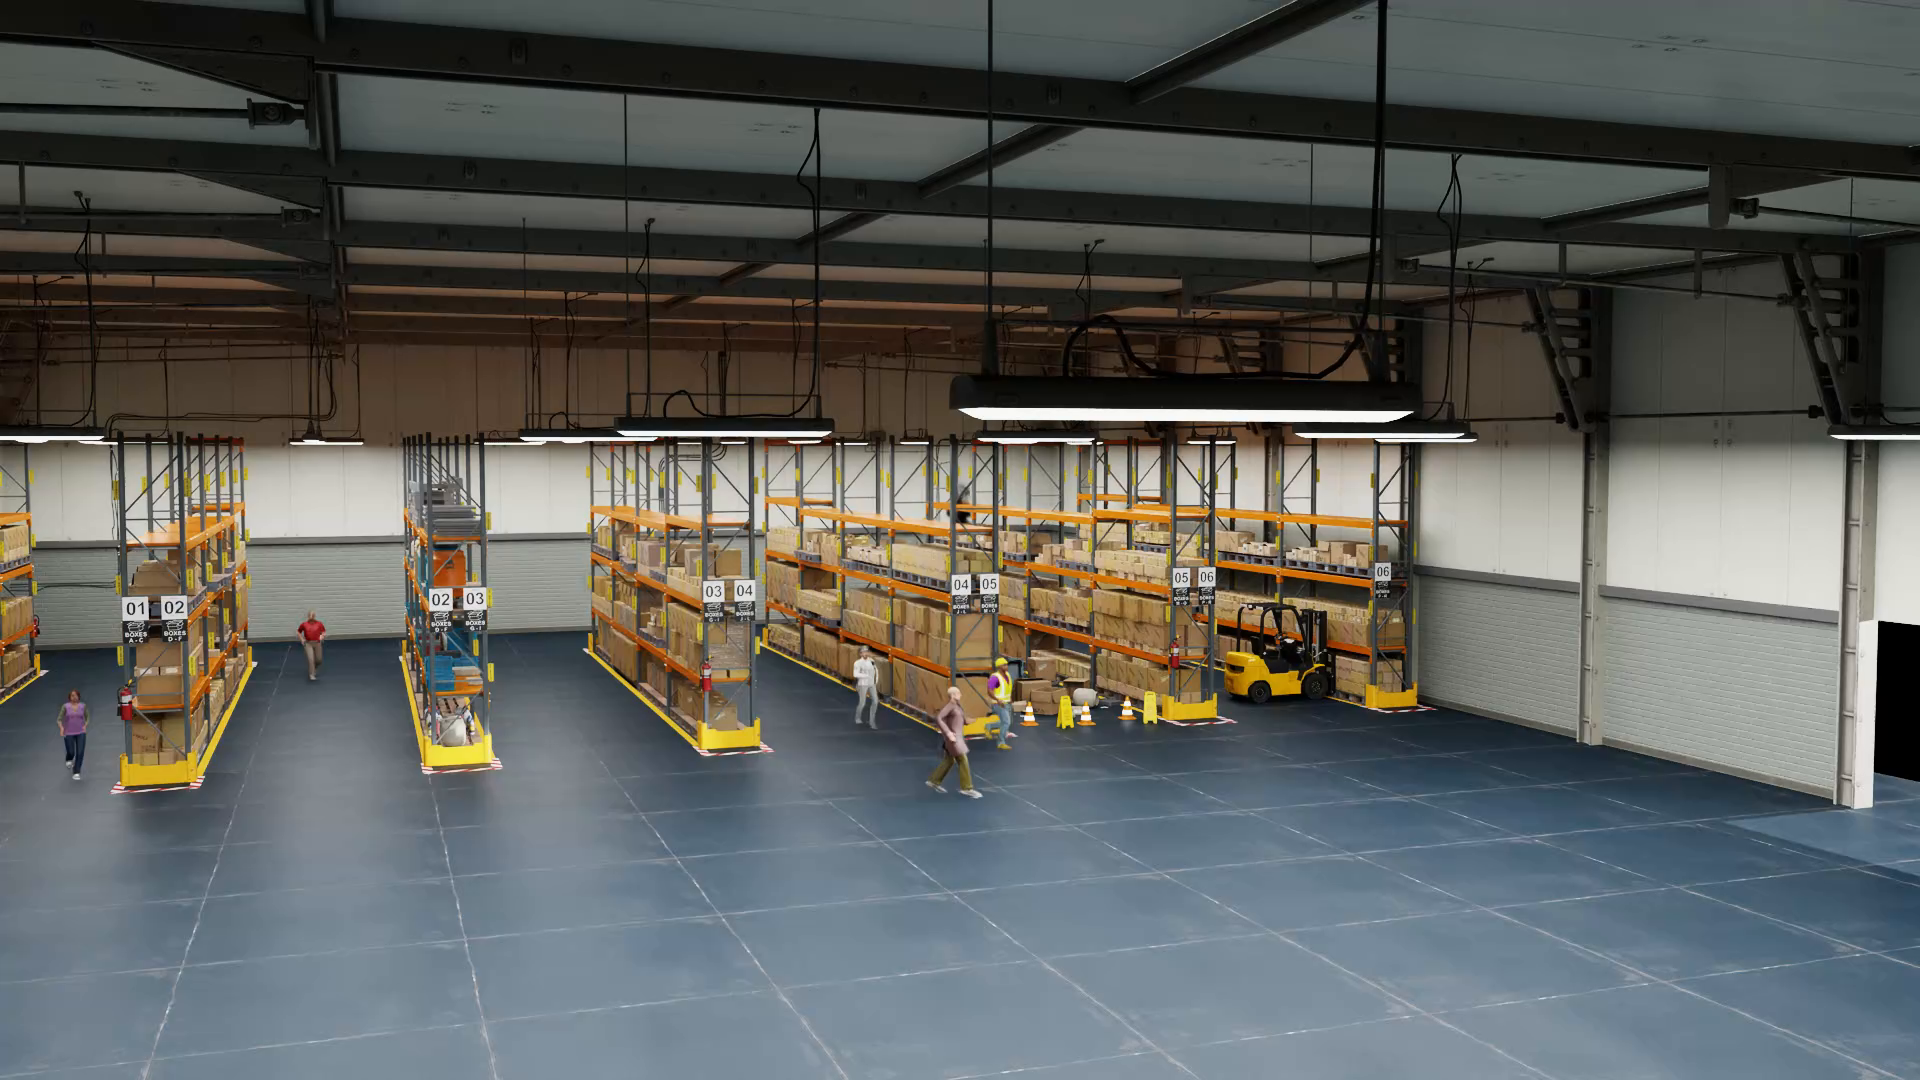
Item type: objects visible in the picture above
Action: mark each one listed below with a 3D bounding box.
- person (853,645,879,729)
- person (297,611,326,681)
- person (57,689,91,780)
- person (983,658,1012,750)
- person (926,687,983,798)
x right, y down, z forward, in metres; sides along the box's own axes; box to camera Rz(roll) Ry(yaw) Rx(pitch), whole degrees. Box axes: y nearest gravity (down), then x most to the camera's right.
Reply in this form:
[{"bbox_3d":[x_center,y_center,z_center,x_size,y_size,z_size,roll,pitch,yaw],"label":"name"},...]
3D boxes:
[{"bbox_3d":[-1.915,3.010,34.094,0.619,1.726,0.739,-2,4,-26],"label":"person"},{"bbox_3d":[-16.024,2.600,41.122,0.672,1.682,0.780,-2,4,-31],"label":"person"},{"bbox_3d":[-15.297,3.359,28.736,0.527,1.532,0.560,-2,4,-33],"label":"person"},{"bbox_3d":[0.711,3.101,31.714,0.663,1.733,0.692,2,4,33],"label":"person"},{"bbox_3d":[-0.098,3.292,27.197,0.953,1.792,0.700,0,3,4],"label":"person"}]
